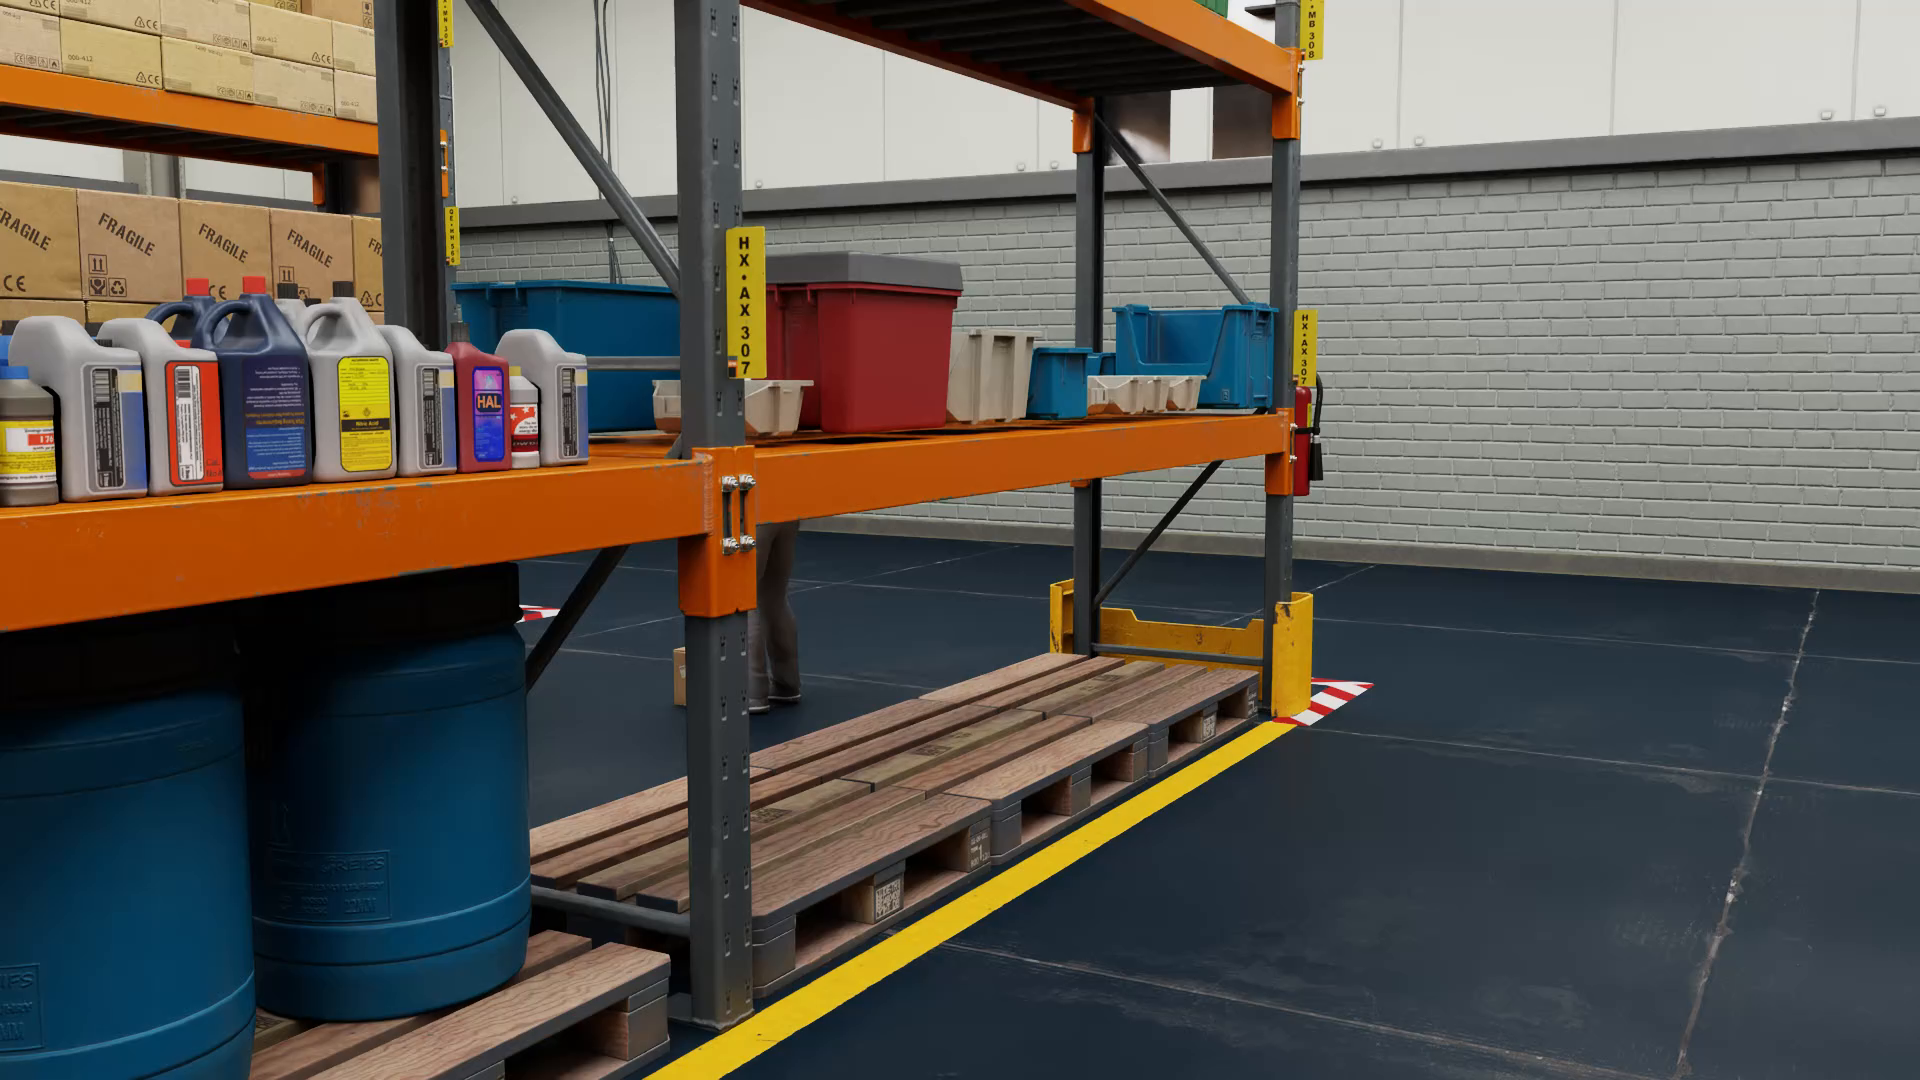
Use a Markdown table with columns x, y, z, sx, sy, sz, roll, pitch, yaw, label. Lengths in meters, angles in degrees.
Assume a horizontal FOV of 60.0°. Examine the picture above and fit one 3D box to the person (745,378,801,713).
| x | y | z | sx | sy | sz | roll | pitch | yaw | label |
| --- | --- | --- | --- | --- | --- | --- | --- | --- | --- |
| -0.899 | -0.084 | 7.295 | 0.393 | 1.660 | 0.507 | 3 | 7 | 29 | person |
